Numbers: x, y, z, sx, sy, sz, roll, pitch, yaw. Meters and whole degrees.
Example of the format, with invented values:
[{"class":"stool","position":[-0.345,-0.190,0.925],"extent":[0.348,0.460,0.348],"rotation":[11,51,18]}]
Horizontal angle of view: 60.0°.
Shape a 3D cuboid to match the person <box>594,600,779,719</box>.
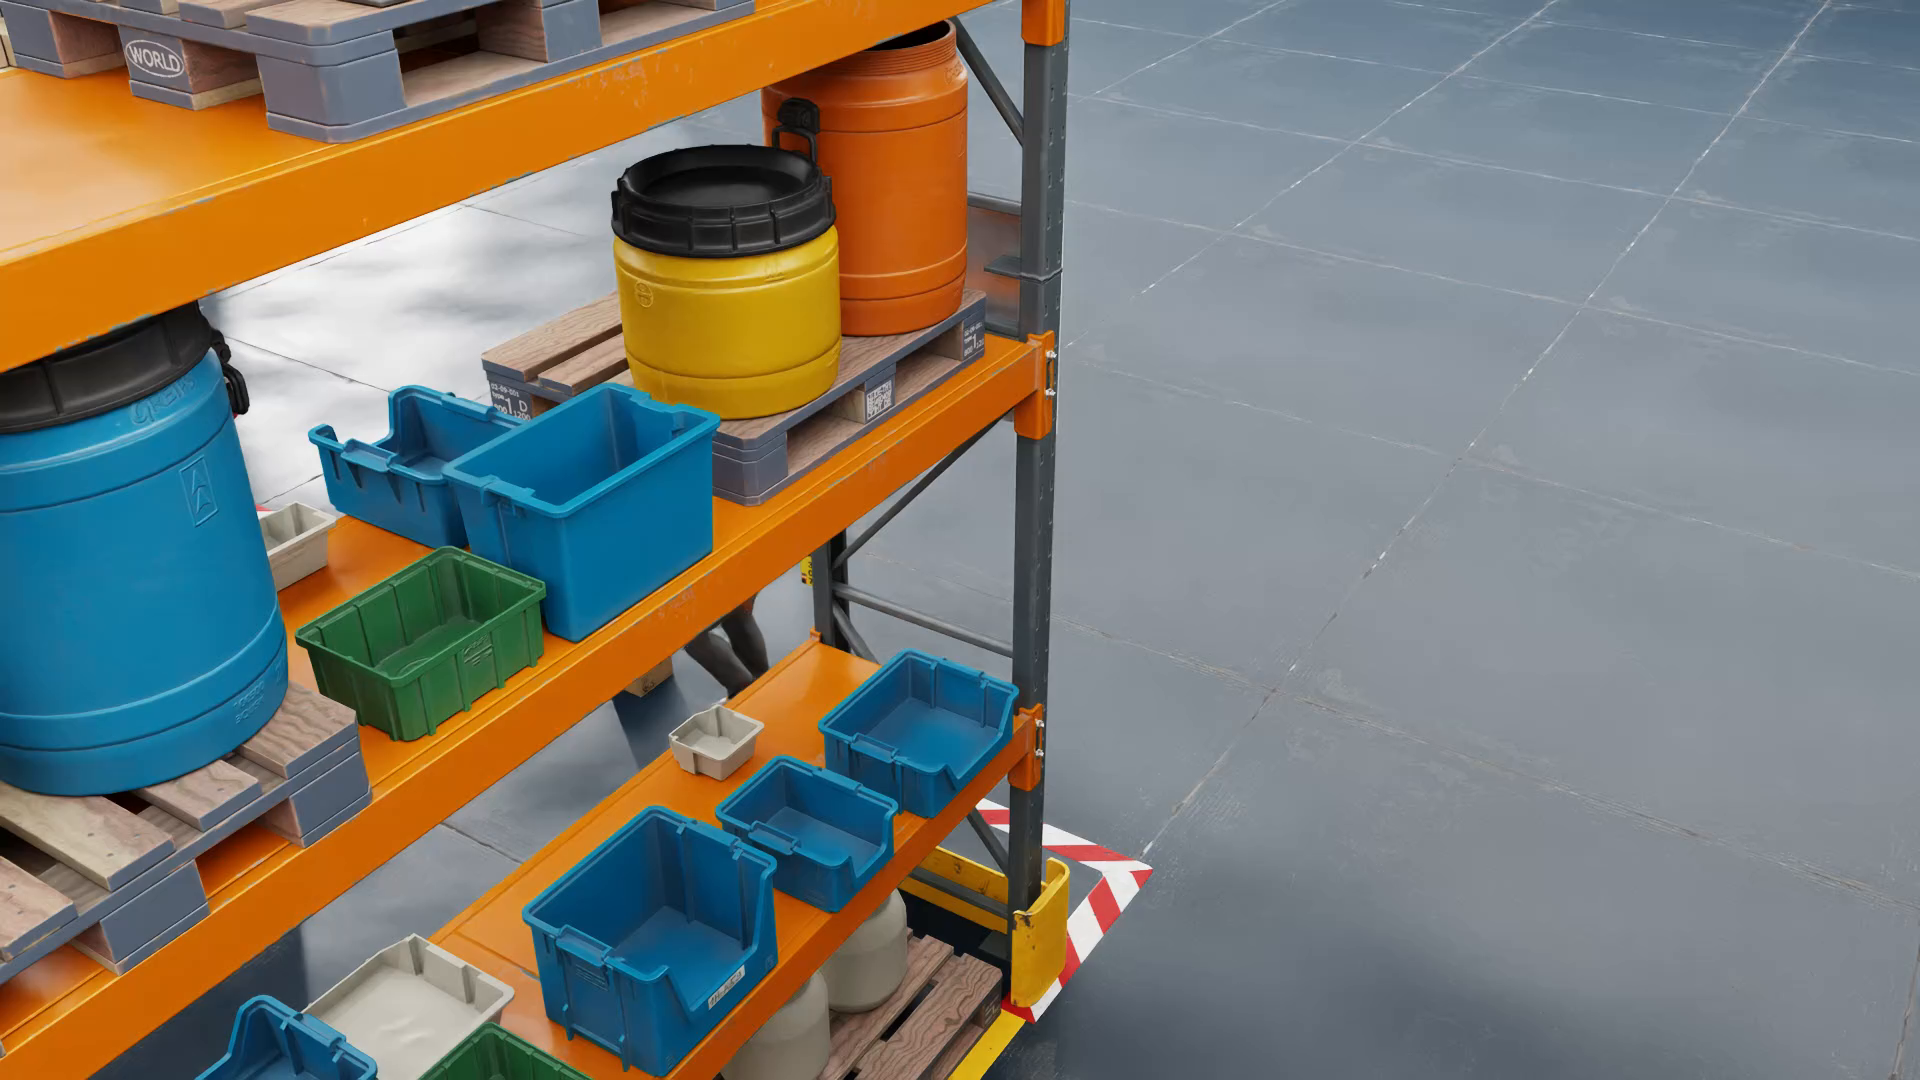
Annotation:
[{"class":"person","position":[-1.332,0.144,7.958],"extent":[0.961,1.609,0.477],"rotation":[4,31,7]}]
